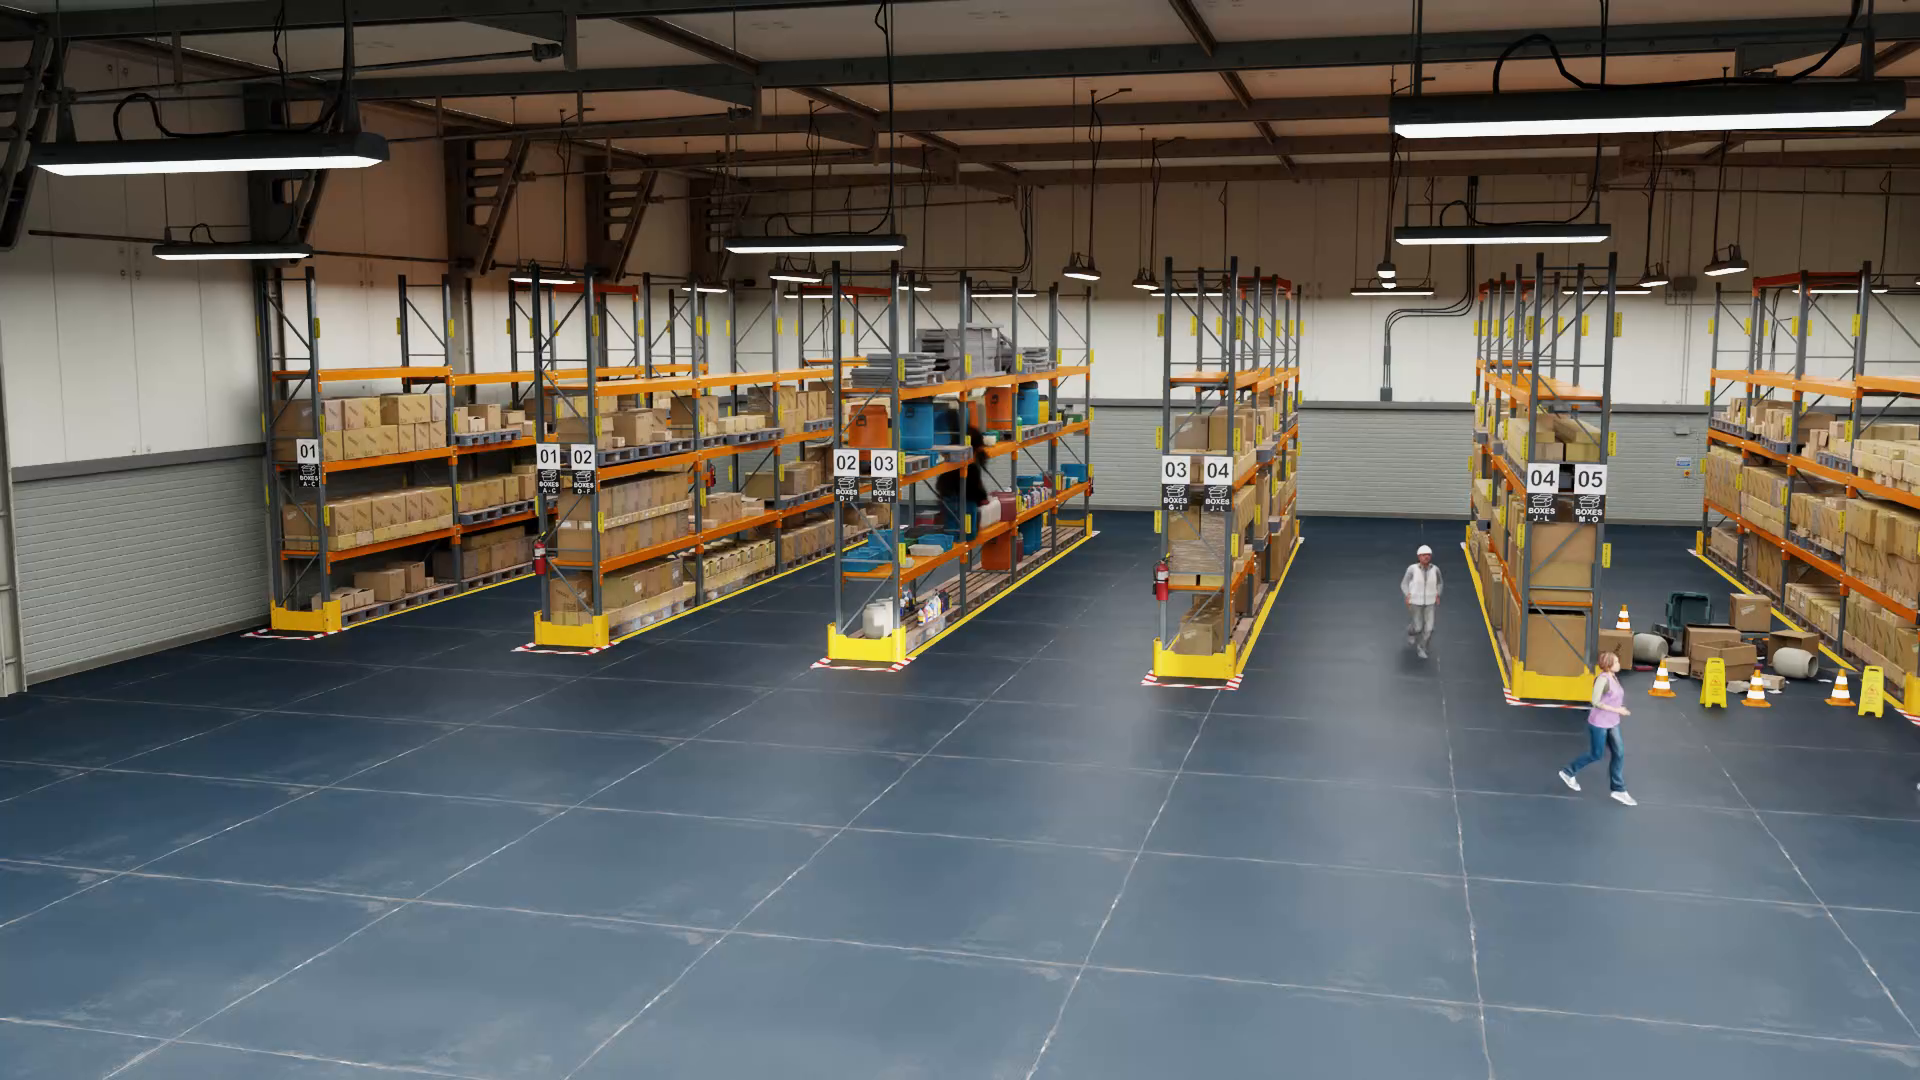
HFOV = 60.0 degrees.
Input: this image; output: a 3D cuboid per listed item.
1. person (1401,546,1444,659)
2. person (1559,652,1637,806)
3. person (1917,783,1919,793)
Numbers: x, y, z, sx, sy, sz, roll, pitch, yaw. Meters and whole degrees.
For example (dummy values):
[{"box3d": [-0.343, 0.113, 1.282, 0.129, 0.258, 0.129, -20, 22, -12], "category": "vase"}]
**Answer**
[{"box3d": [7.072, 0.931, 25.467, 0.647, 1.727, 0.637, 0, 7, 3], "category": "person"}, {"box3d": [6.815, 1.975, 17.695, 0.537, 1.607, 0.820, -7, 10, -43], "category": "person"}, {"box3d": [10.108, 2.097, 16.926, 0.532, 1.555, 0.547, -6, 9, -40], "category": "person"}]
